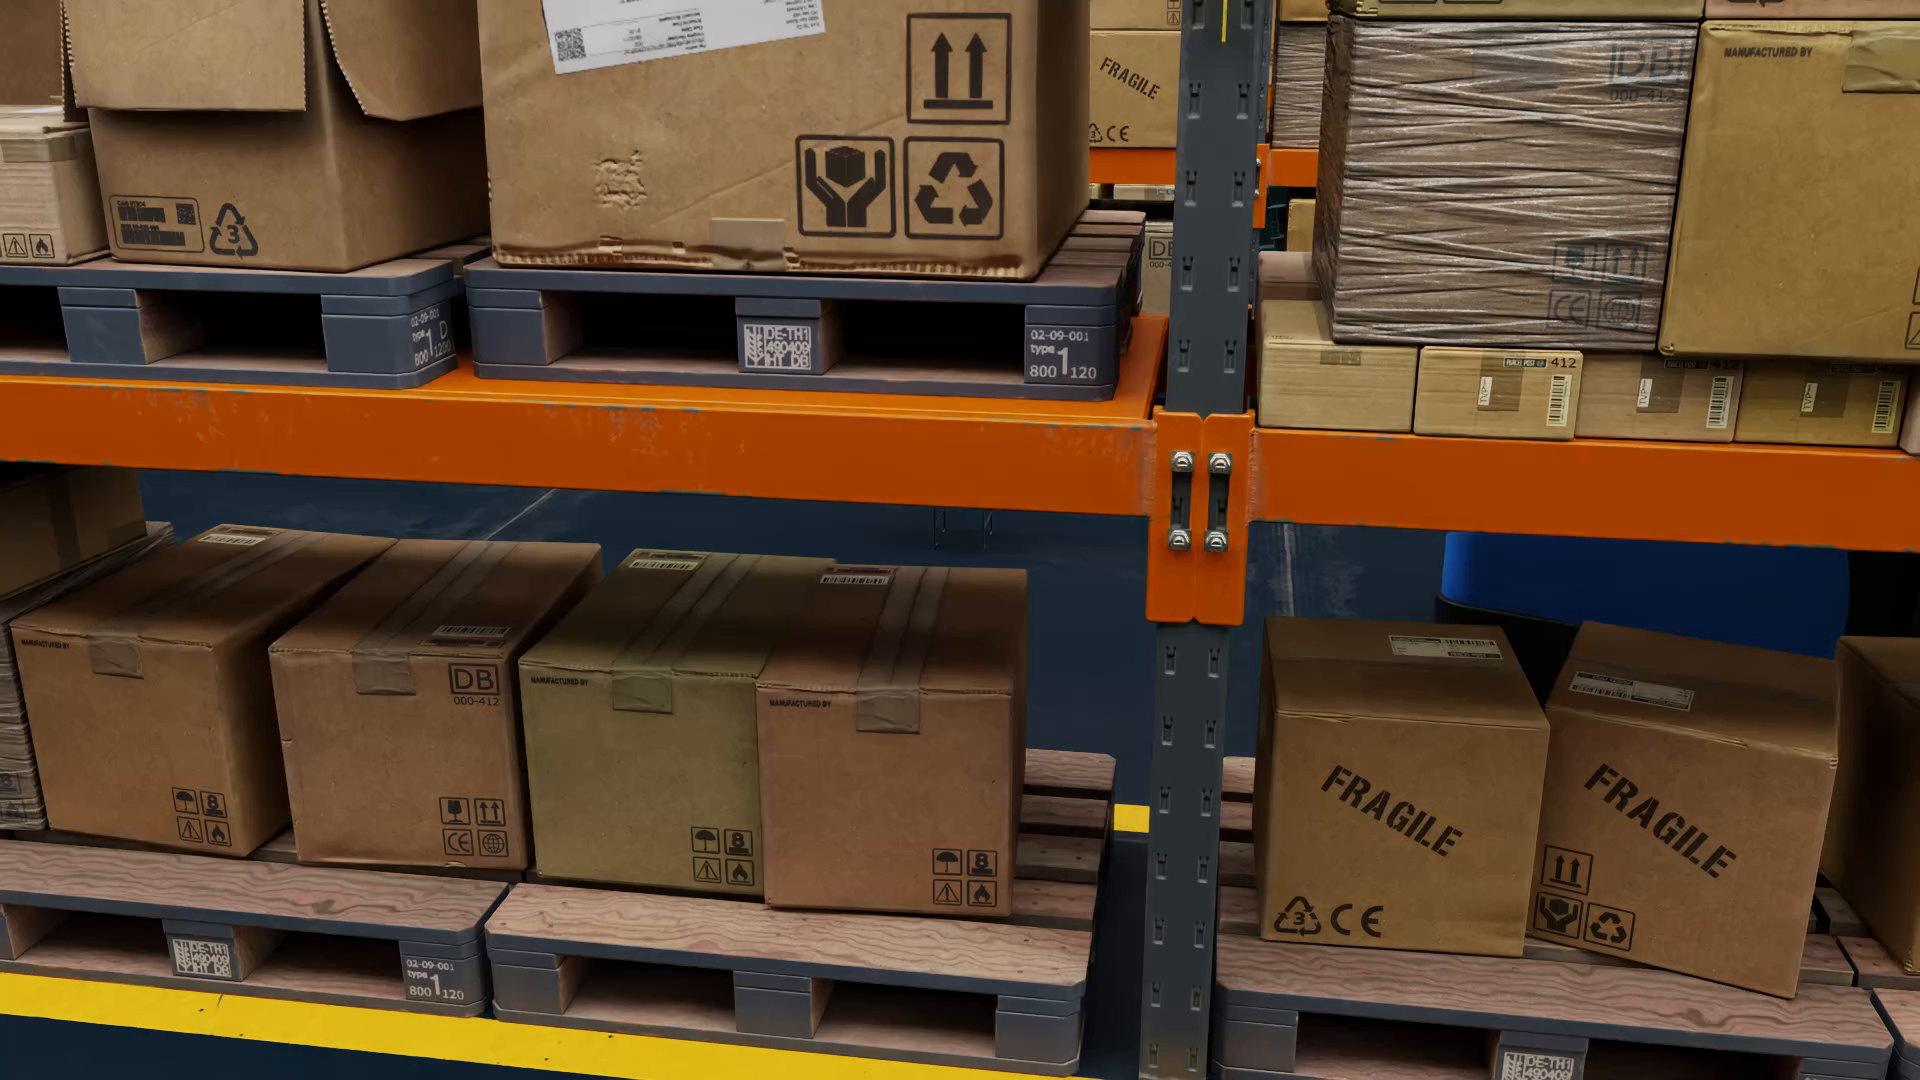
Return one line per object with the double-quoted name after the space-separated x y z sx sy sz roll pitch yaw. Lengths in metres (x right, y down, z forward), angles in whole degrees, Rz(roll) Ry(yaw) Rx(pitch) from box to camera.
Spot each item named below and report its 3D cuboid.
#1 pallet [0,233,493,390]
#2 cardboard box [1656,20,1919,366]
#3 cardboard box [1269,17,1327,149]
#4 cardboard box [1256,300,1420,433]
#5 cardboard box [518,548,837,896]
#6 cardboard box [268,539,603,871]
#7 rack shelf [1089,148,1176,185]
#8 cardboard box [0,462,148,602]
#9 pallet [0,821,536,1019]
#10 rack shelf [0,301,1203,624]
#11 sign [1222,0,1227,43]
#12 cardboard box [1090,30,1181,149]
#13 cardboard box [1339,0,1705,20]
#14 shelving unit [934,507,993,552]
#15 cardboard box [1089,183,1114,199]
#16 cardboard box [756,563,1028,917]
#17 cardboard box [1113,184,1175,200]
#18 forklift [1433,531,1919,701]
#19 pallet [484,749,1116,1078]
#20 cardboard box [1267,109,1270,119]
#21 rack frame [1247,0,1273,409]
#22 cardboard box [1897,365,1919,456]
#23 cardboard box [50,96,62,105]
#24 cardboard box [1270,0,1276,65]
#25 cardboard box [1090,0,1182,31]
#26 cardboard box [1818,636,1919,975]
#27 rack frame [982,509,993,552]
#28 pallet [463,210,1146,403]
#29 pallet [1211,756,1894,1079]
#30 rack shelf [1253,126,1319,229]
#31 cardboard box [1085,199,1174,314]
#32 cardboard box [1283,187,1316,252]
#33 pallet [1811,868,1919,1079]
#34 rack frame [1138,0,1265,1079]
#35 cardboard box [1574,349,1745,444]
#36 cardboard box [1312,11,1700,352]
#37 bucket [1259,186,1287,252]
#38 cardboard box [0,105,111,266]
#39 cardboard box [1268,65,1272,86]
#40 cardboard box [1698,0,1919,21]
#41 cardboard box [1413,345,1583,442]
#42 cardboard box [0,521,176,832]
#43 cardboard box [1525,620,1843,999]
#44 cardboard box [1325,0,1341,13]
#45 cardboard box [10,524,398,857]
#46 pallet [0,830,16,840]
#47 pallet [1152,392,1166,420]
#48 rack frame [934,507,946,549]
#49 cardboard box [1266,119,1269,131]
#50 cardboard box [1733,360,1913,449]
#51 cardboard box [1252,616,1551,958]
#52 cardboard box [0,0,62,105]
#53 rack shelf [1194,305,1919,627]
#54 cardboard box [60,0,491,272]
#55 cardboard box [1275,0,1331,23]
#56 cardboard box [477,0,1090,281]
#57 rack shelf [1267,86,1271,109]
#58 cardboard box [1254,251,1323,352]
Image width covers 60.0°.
-1.505 -0.556 3.541 1.213 0.211 1.003 3 19 9 "pallet"
1.406 -0.643 2.871 0.500 0.500 0.875 3 19 9 "cardboard box"
1.736 -2.138 7.729 0.550 0.550 0.875 3 19 9 "cardboard box"
0.648 -0.309 2.894 0.250 0.149 0.380 3 19 9 "cardboard box"
-0.587 0.376 3.697 0.500 0.500 0.700 3 19 8 "cardboard box"
-1.140 0.348 3.781 0.500 0.500 0.700 1 19 4 "cardboard box"
-0.605 -1.841 8.212 4.000 0.370 1.077 3 19 9 "rack shelf"
-2.274 -0.065 3.835 0.500 0.250 0.500 5 19 15 "cardboard box"
-1.494 0.690 3.908 1.213 0.211 1.003 3 19 9 "pallet"
-1.491 -0.292 3.583 4.000 0.370 1.077 3 19 9 "rack shelf"
0.399 -0.908 2.464 0.005 0.325 0.100 3 19 9 "sign"
0.812 -2.071 7.609 0.500 0.500 0.500 3 19 8 "cardboard box"
0.887 -1.093 2.641 0.500 0.500 0.500 3 19 9 "cardboard box"
0.014 -0.568 6.111 0.189 1.200 0.258 3 19 9 "shelving unit"
0.827 -2.651 12.979 0.625 0.372 0.950 4 19 12 "cardboard box"
-0.119 0.406 3.607 0.500 0.500 0.700 1 19 4 "cardboard box"
1.537 -2.616 12.874 0.625 0.372 0.950 3 19 9 "cardboard box"
2.926 -0.827 4.155 3.031 2.935 1.130 10 21 28 "forklift"
-0.286 0.751 3.726 1.213 0.211 1.003 3 19 9 "pallet"
3.267 -4.439 16.940 0.500 0.250 0.500 3 19 8 "cardboard box"
1.370 -2.082 7.797 0.127 3.000 1.000 3 19 9 "rack frame"
1.633 -0.253 2.728 0.250 0.149 0.380 3 19 9 "cardboard box"
-1.777 -0.870 3.726 0.258 0.266 0.396 2 19 7 "cardboard box"
2.445 -3.716 12.057 0.500 0.500 0.500 3 19 9 "cardboard box"
0.879 -2.626 7.692 0.500 0.500 0.700 3 19 8 "cardboard box"
2.064 0.519 3.302 0.500 0.500 0.500 1 19 4 "cardboard box"
0.105 -0.564 6.097 0.006 1.200 0.240 3 19 9 "rack frame"
-0.248 -0.526 3.450 1.213 0.211 1.003 3 19 9 "pallet"
1.152 0.812 3.543 1.213 0.211 1.003 3 19 9 "pallet"
3.345 -1.640 7.610 4.000 0.370 1.077 3 19 9 "rack shelf"
0.743 -1.217 8.096 0.750 0.750 1.050 3 19 8 "cardboard box"
1.980 -1.220 7.907 0.875 0.875 0.875 3 19 9 "cardboard box"
2.360 0.873 3.361 1.213 0.211 1.003 3 19 9 "pallet"
0.483 -0.533 3.168 0.127 3.000 1.000 3 19 9 "rack frame"
1.144 -0.288 2.832 0.250 0.149 0.380 3 19 9 "cardboard box"
0.918 -0.679 2.979 0.500 0.500 0.875 3 19 9 "cardboard box"
1.870 -1.965 10.213 0.620 0.611 0.726 -1 16 31 "bucket"
-1.848 -0.706 3.259 0.500 0.250 0.500 2 19 7 "cardboard box"
2.315 -3.402 12.139 0.250 0.149 0.380 3 19 8 "cardboard box"
1.381 -1.068 2.567 0.500 0.500 0.500 3 19 9 "cardboard box"
0.893 -0.292 2.844 0.250 0.149 0.380 3 19 9 "cardboard box"
-2.252 0.294 3.943 0.500 0.500 0.700 1 19 4 "cardboard box"
1.439 0.513 3.321 0.500 0.500 0.500 9 21 26 "cardboard box"
0.971 -1.259 3.136 0.500 0.500 0.500 3 19 9 "cardboard box"
-1.691 0.320 3.864 0.500 0.500 0.700 5 19 13 "cardboard box"
-2.695 0.628 4.093 1.213 0.211 1.003 3 19 9 "pallet"
0.596 -0.774 8.285 1.213 0.211 1.003 3 19 9 "pallet"
-0.076 -0.573 6.124 0.006 1.200 0.240 3 19 9 "rack frame"
3.268 -4.204 17.024 0.500 0.250 0.500 3 19 8 "cardboard box"
1.392 -0.278 2.804 0.250 0.149 0.380 3 19 9 "cardboard box"
0.872 0.486 3.400 0.500 0.500 0.500 2 19 7 "cardboard box"
-2.359 -0.969 3.653 0.500 0.500 0.700 6 19 17 "cardboard box"
2.458 -0.091 2.981 4.000 0.370 1.077 3 19 9 "rack shelf"
-1.243 -0.839 3.259 0.637 0.503 0.797 5 19 14 "cardboard box"
1.729 -2.635 7.514 0.550 0.550 0.875 3 19 9 "cardboard box"
-0.279 -1.100 3.257 1.000 1.000 1.000 3 19 9 "cardboard box"
4.030 -3.196 12.260 4.000 0.370 1.077 3 19 9 "rack shelf"
0.742 -0.495 3.451 0.250 0.149 0.380 3 19 9 "cardboard box"
